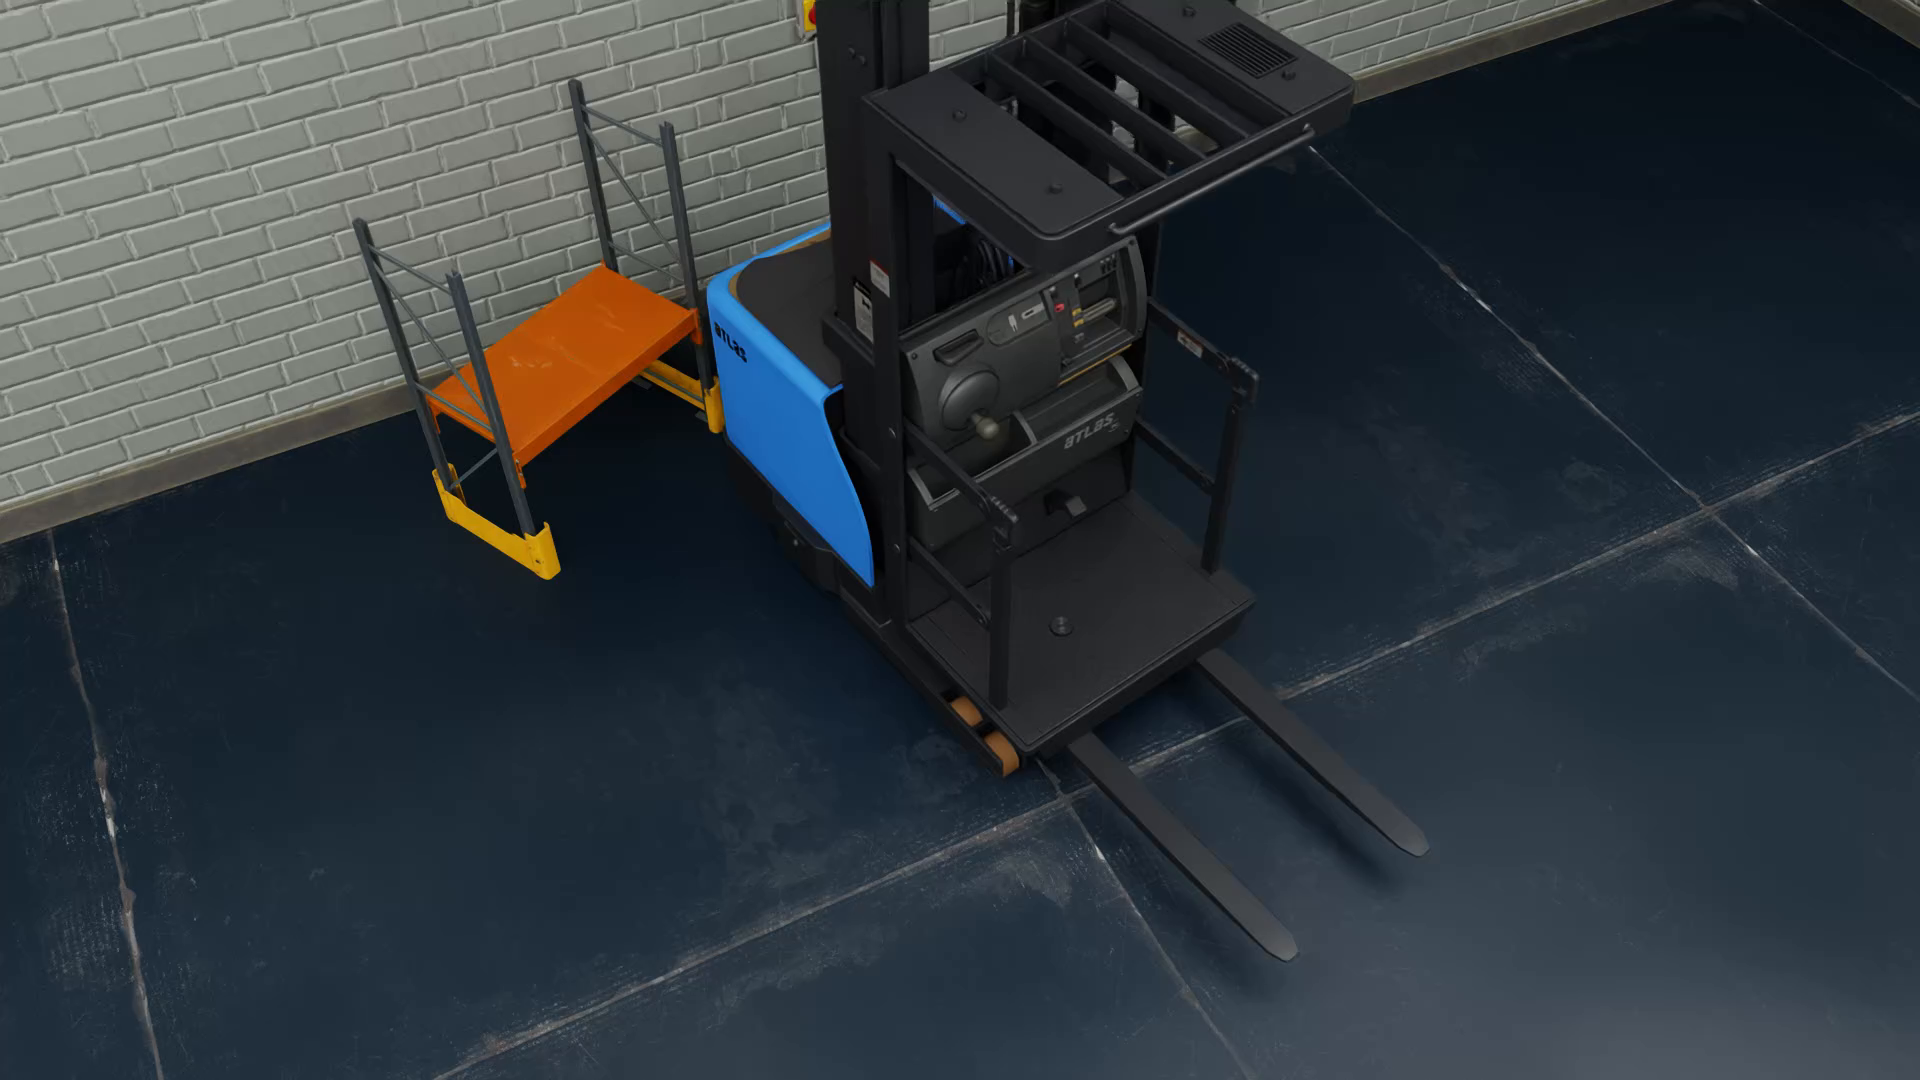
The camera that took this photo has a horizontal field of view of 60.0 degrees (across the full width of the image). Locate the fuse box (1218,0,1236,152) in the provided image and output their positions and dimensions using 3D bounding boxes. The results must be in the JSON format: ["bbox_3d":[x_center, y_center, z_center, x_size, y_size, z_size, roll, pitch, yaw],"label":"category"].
[{"bbox_3d":[1.333,-2.395,7.601,0.539,1.711,0.414,-21,52,-18],"label":"fuse box"}]

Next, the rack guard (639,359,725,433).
[{"bbox_3d":[-1.237,-0.682,7.073,0.587,0.250,0.087,29,55,23],"label":"rack guard"}]

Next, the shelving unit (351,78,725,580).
[{"bbox_3d":[-1.530,-0.790,6.337,0.587,1.500,1.083,29,55,23],"label":"shelving unit"}]

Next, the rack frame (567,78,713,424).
[{"bbox_3d":[-1.237,-1.094,6.603,0.500,1.500,0.032,29,55,23],"label":"rack frame"}]

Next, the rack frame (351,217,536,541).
[{"bbox_3d":[-1.834,-0.475,6.062,0.500,1.500,0.032,29,55,23],"label":"rack frame"}]

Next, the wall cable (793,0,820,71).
[{"bbox_3d":[-0.602,-2.538,6.174,0.585,1.953,0.123,-21,52,-18],"label":"wall cable"}]

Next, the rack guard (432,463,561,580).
[{"bbox_3d":[-1.823,-0.075,6.542,0.587,0.250,0.087,29,55,23],"label":"rack guard"}]

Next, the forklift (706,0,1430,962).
[{"bbox_3d":[0.356,-0.552,5.178,1.130,2.935,3.031,-30,55,-24],"label":"forklift"}]

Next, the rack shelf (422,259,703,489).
[{"bbox_3d":[-1.535,-0.666,6.468,0.538,0.185,1.000,29,55,23],"label":"rack shelf"}]
